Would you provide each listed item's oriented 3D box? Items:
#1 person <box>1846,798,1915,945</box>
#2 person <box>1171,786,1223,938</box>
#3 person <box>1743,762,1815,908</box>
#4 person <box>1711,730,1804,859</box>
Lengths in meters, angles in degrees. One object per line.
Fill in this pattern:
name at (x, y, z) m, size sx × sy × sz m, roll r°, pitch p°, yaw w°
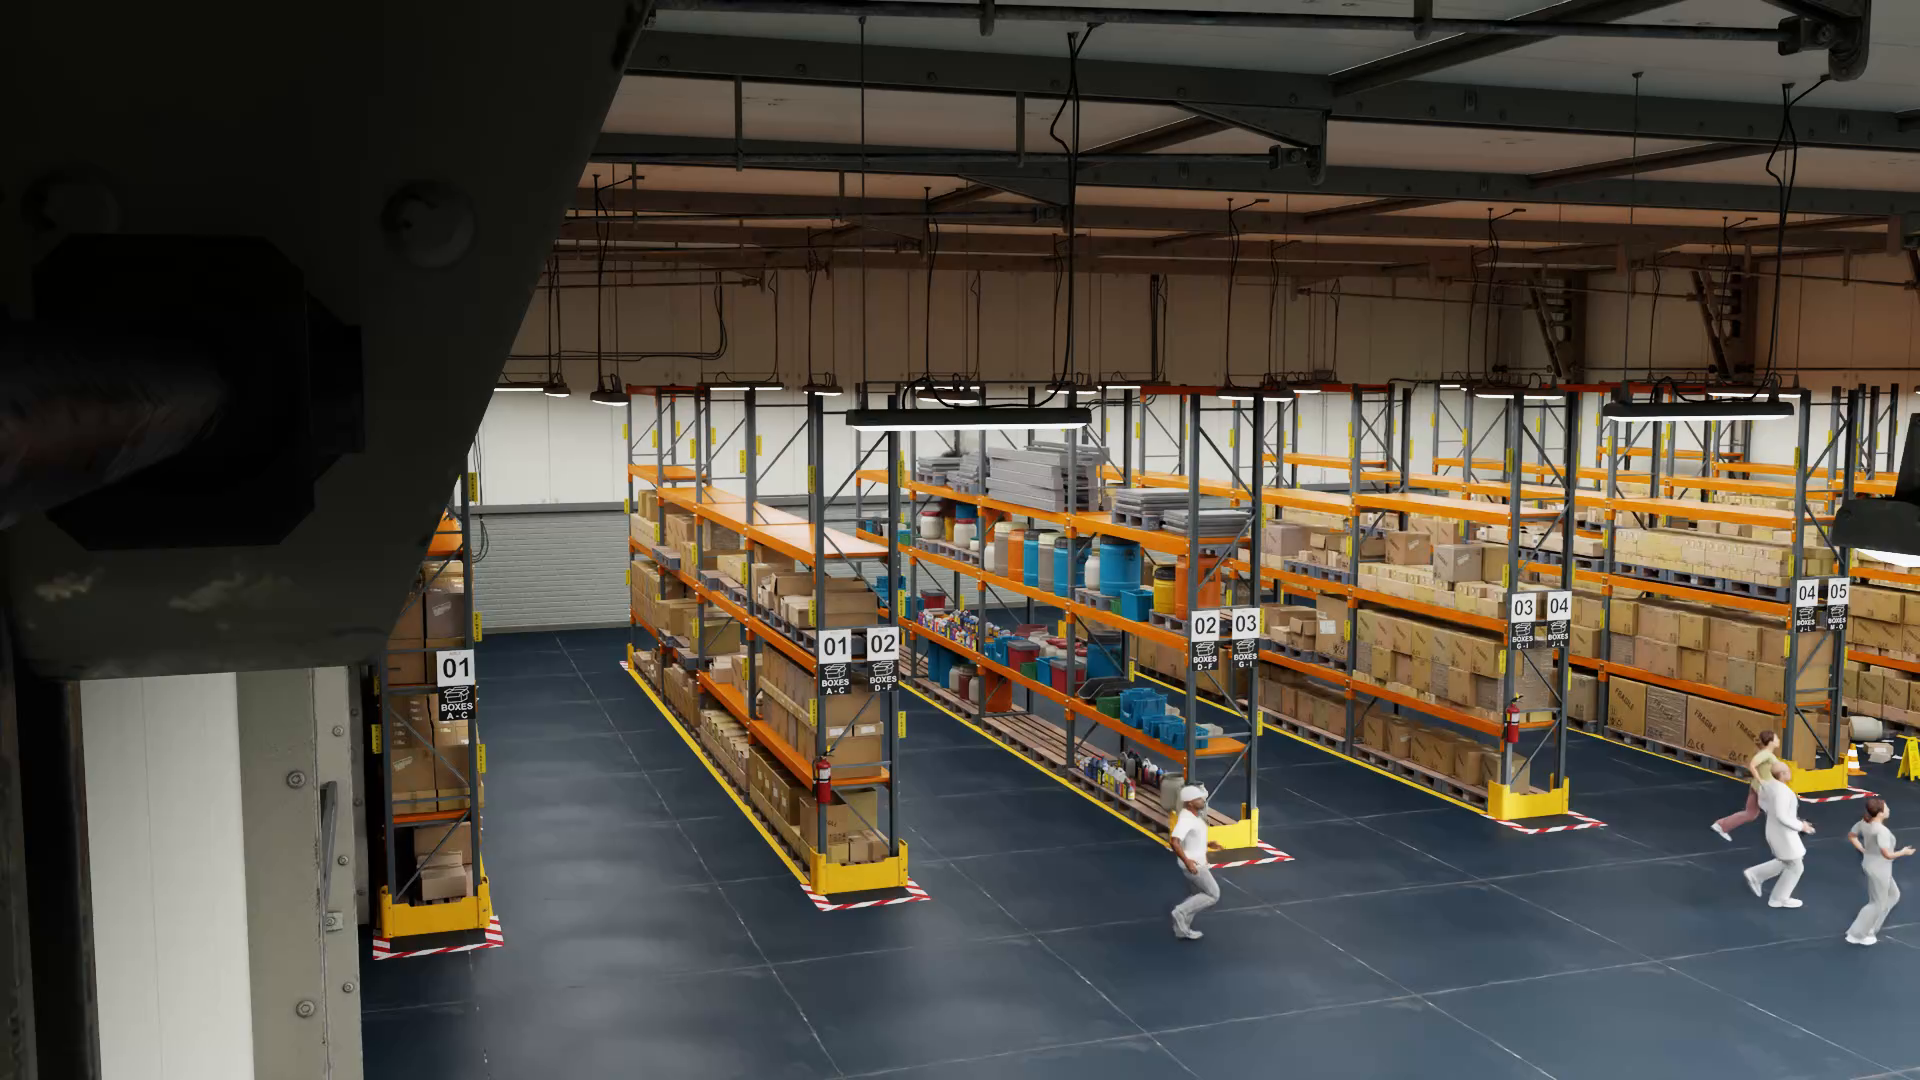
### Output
person at (10.056, 3.758, 18.188) m, size 0.625 × 1.414 × 0.547 m, roll 1°, pitch 6°, yaw 8°
person at (2.625, 3.572, 18.420) m, size 0.577 × 1.716 × 0.705 m, roll 1°, pitch 6°, yaw 8°
person at (9.621, 3.454, 19.530) m, size 0.653 × 1.724 × 0.707 m, roll 1°, pitch 6°, yaw 9°
person at (10.386, 3.287, 21.611) m, size 1.115 × 1.691 × 0.522 m, roll 1°, pitch 6°, yaw 9°
